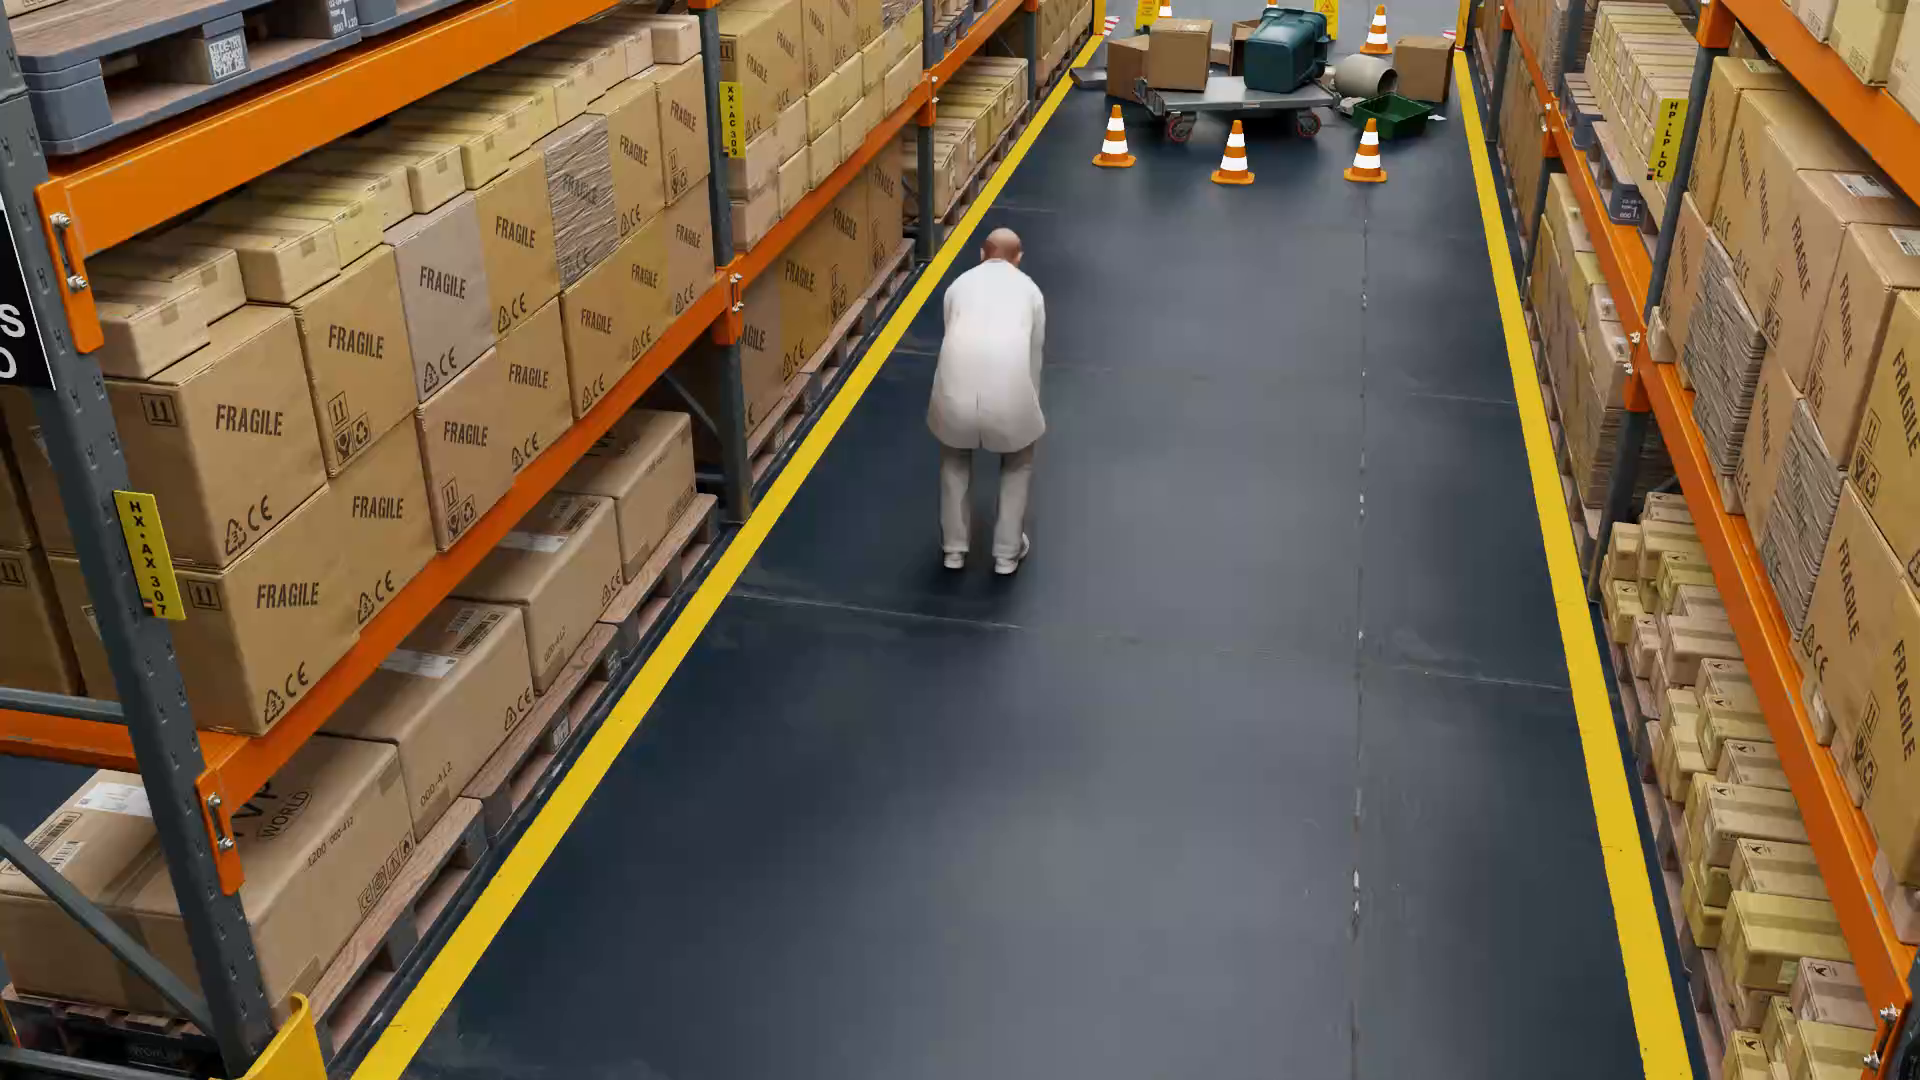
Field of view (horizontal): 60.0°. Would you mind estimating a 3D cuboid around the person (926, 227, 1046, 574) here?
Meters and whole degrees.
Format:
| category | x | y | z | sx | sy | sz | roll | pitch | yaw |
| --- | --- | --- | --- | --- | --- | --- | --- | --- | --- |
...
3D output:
| category | x | y | z | sx | sy | sz | roll | pitch | yaw |
| --- | --- | --- | --- | --- | --- | --- | --- | --- | --- |
| person | 0.153 | -0.636 | 7.700 | 0.552 | 1.416 | 0.859 | 5 | 29 | 9 |
